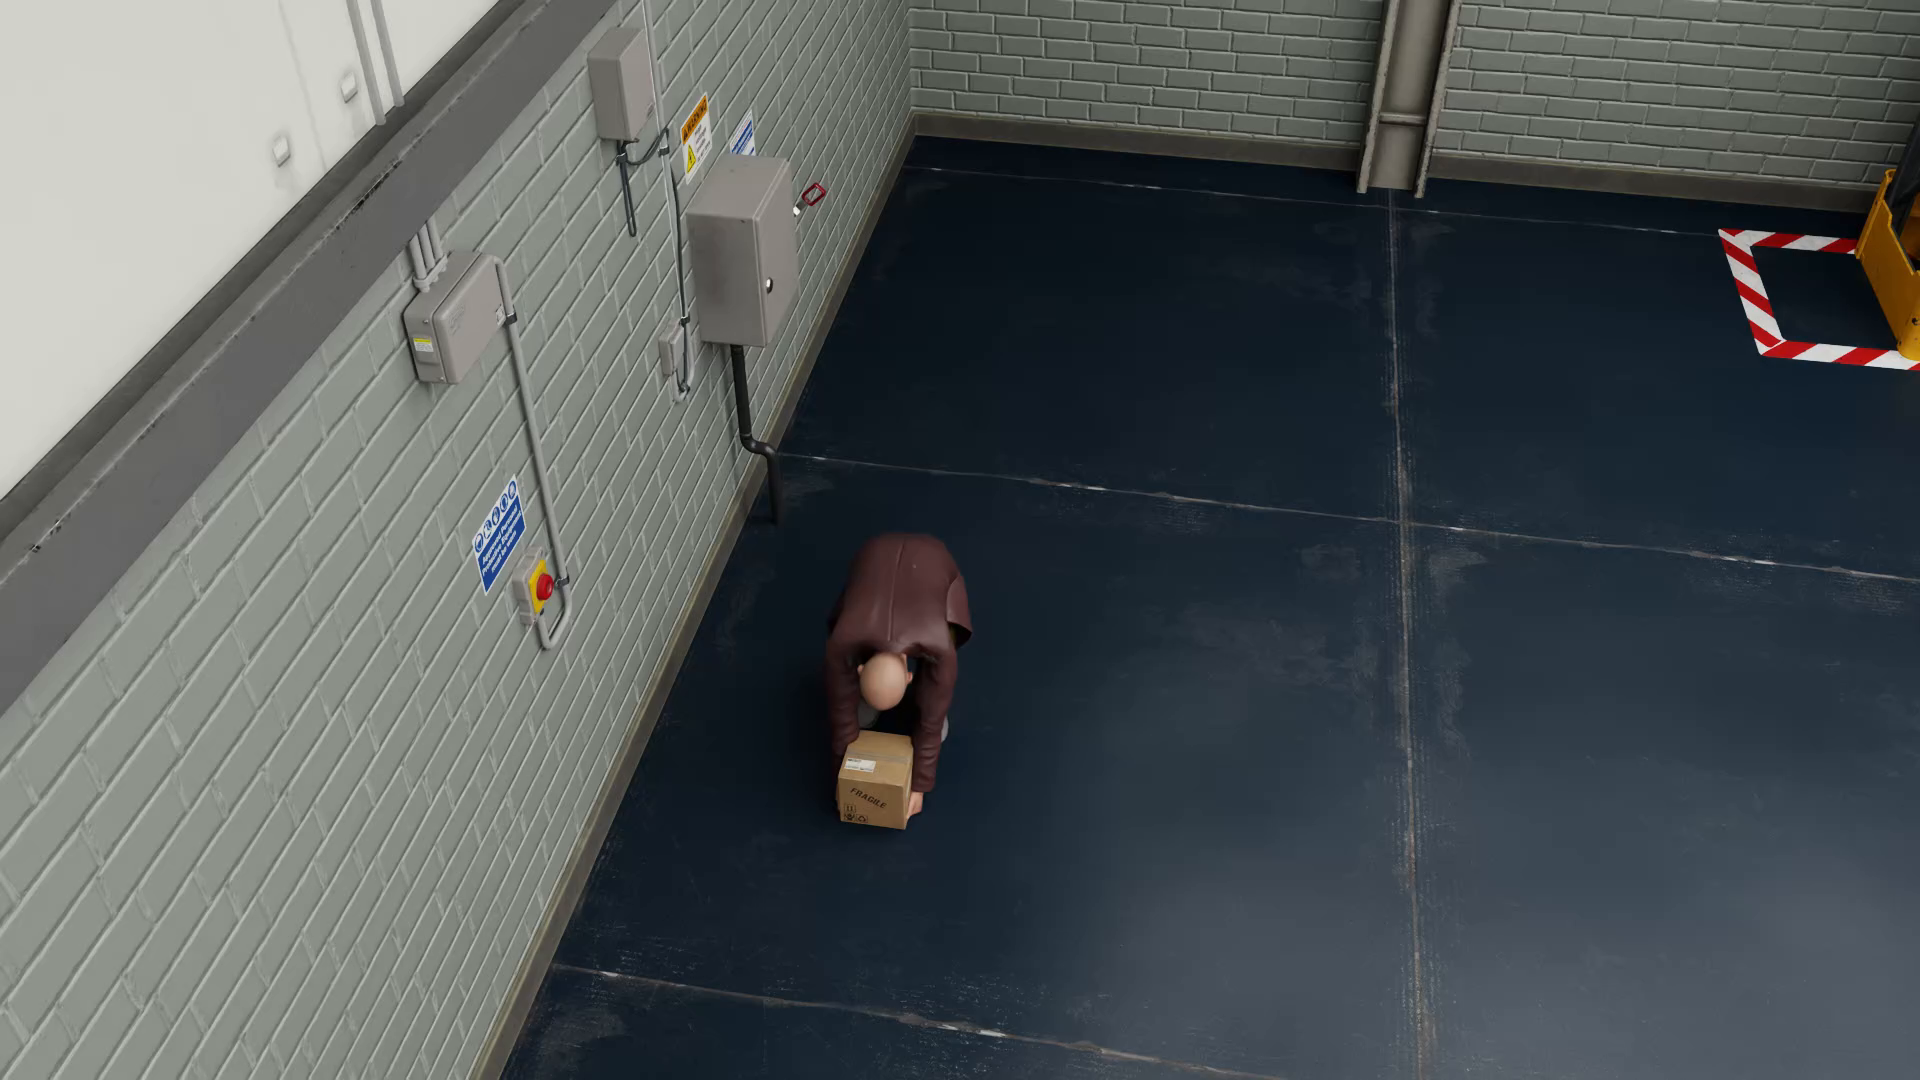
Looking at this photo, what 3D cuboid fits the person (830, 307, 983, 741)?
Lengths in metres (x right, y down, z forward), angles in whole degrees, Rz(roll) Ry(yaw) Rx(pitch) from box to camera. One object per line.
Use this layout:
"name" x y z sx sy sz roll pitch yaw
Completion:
"person" -0.211 -0.003 6.168 0.557 1.780 0.529 6 40 8
